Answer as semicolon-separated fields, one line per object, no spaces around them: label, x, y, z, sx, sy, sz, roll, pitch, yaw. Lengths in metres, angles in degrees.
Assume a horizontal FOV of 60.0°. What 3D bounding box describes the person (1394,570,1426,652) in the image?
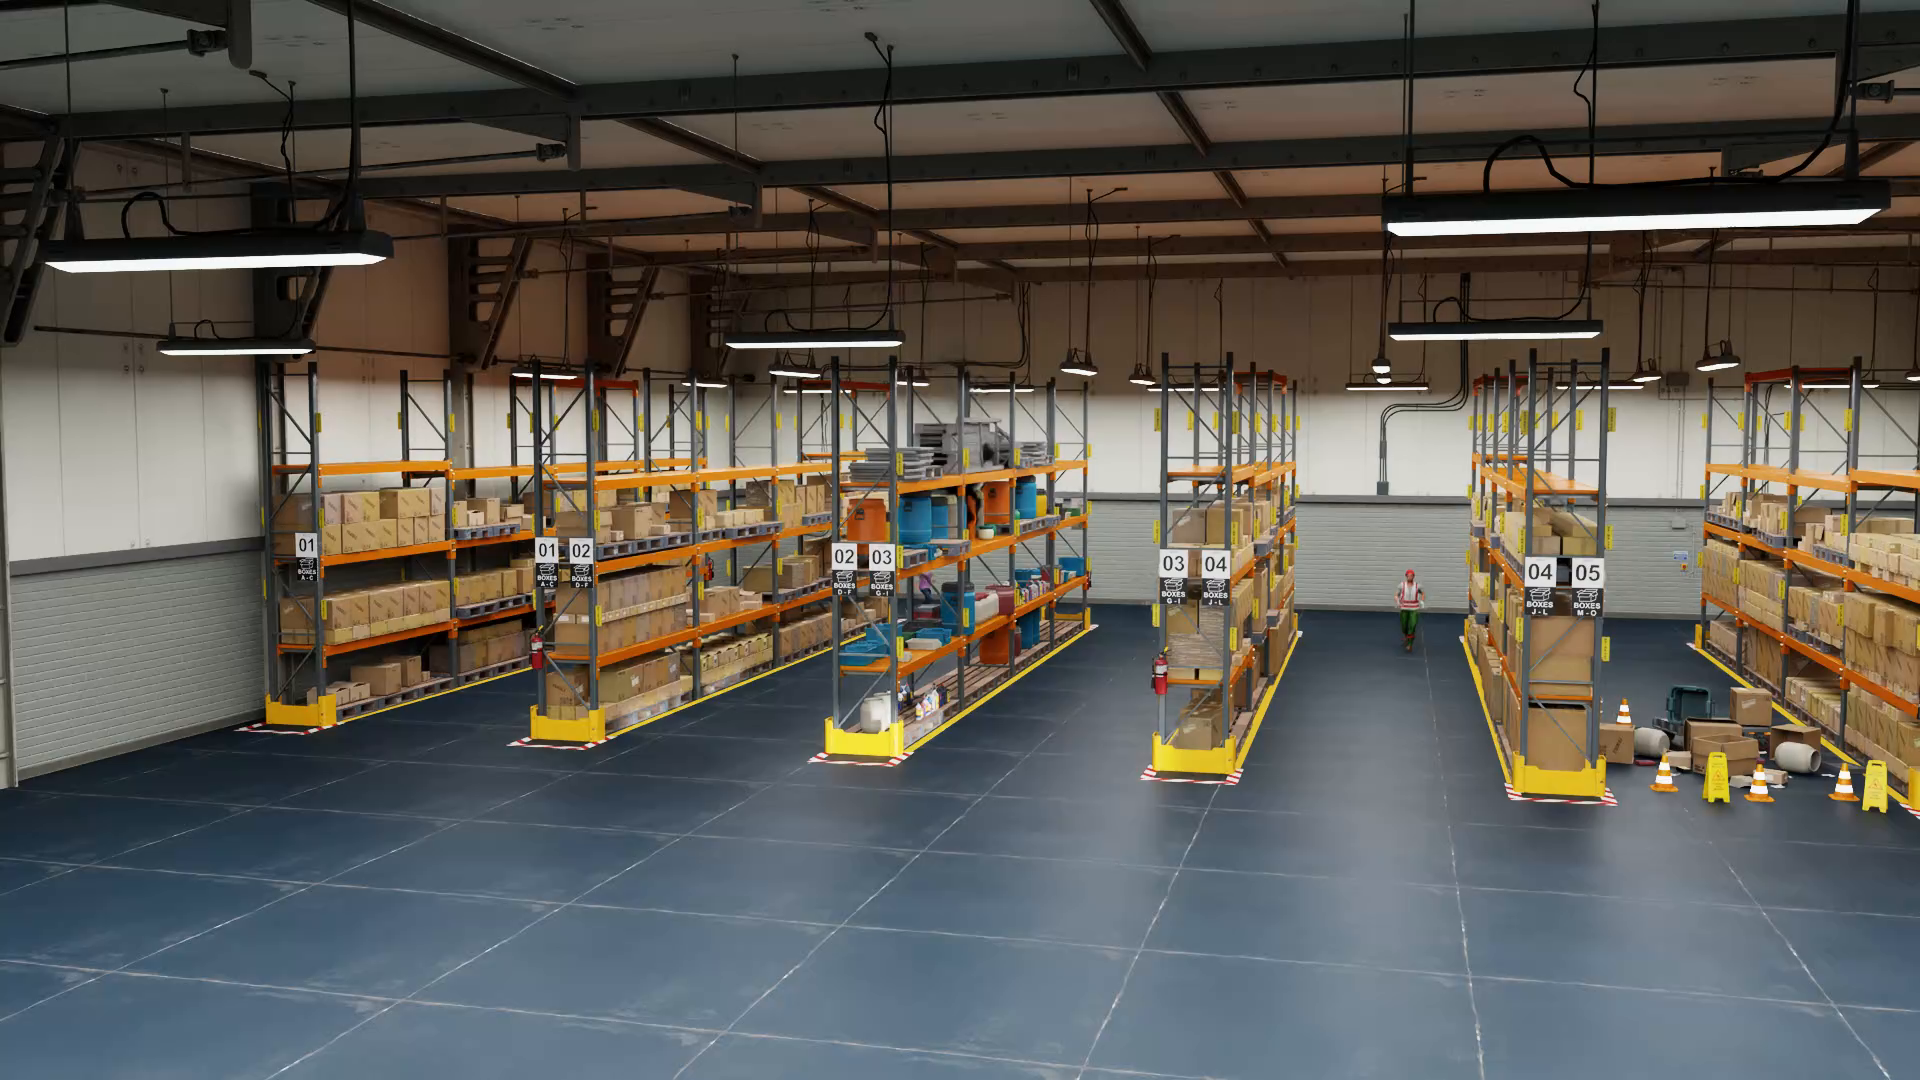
person;9.928;1.536;36.705;0.669;1.769;0.908;1;4;16

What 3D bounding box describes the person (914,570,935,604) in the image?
person;-0.882;1.252;42.085;0.594;1.605;0.723;-4;5;-42
